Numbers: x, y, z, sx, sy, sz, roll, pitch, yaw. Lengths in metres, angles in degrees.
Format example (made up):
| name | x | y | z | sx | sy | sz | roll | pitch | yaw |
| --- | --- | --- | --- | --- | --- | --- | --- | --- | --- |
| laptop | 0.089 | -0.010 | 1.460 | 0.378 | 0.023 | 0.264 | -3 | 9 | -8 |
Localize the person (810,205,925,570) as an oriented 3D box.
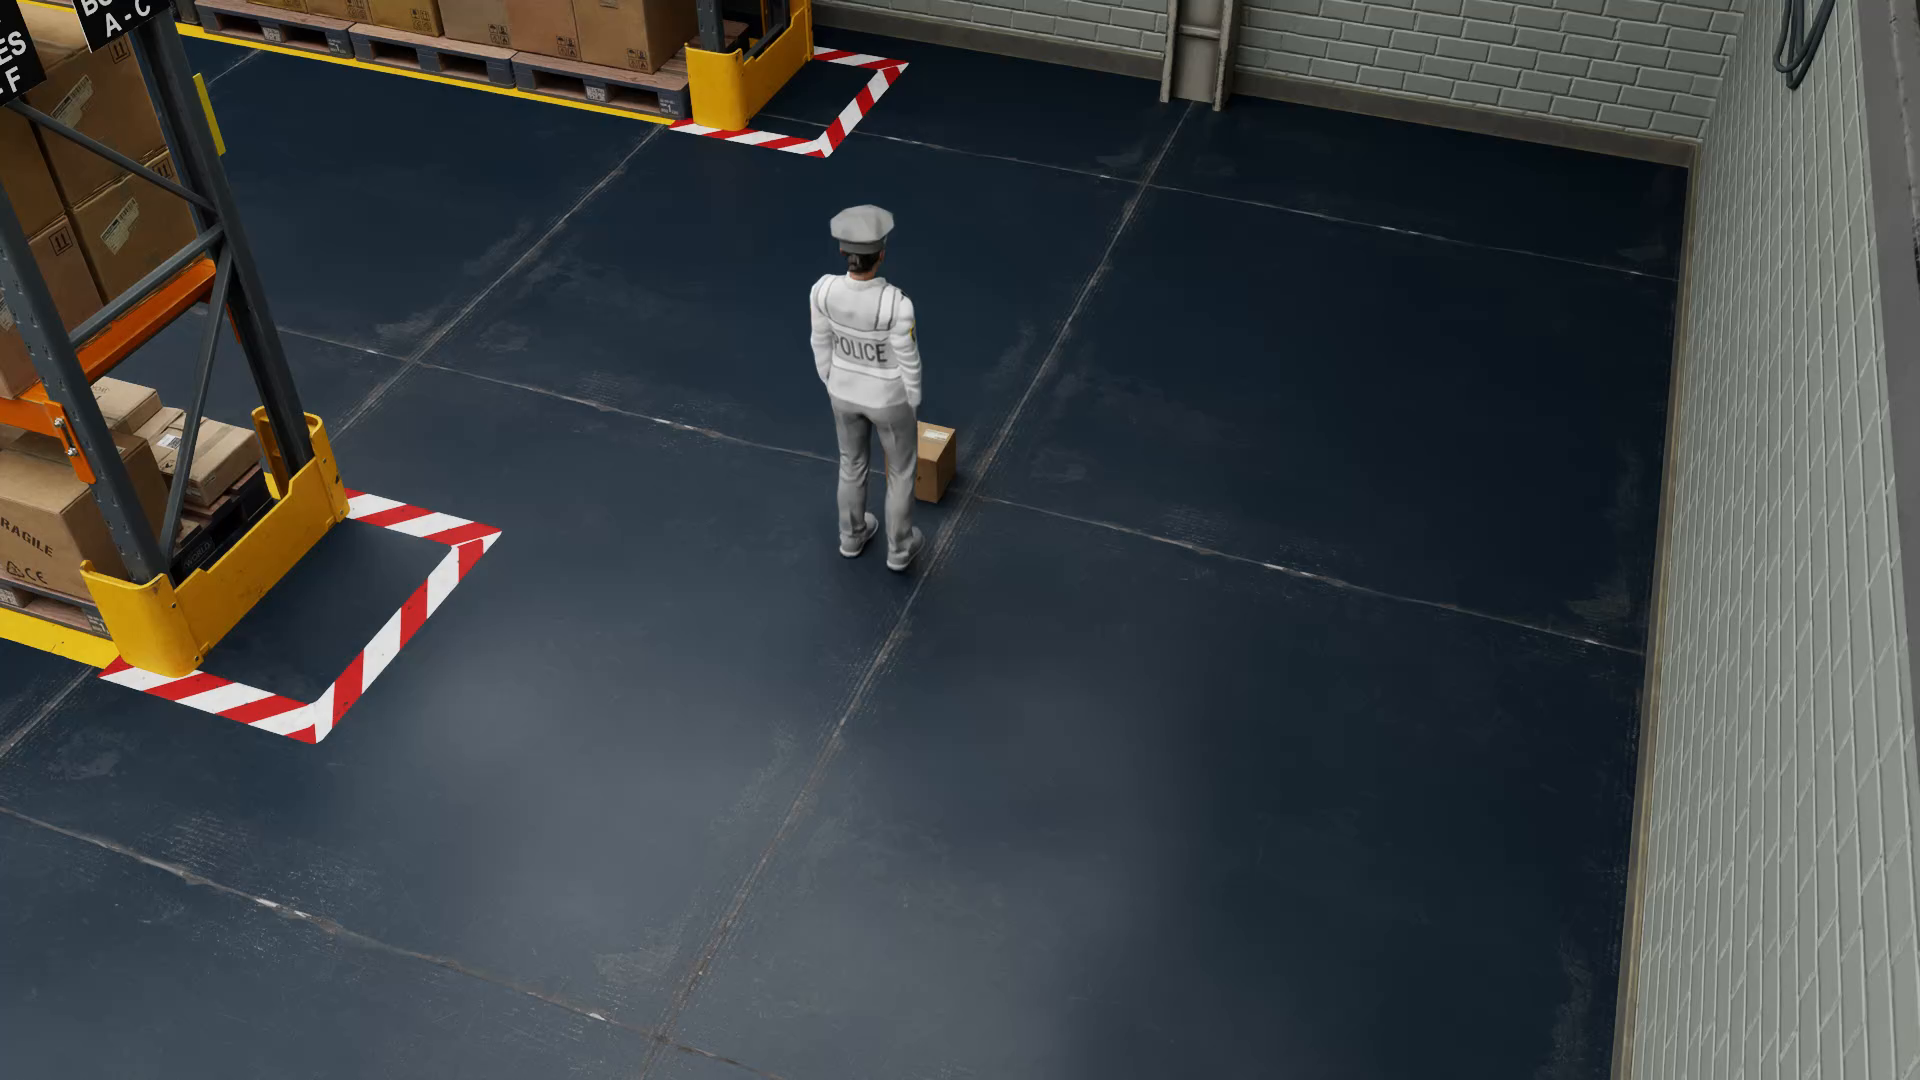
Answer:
| name | x | y | z | sx | sy | sz | roll | pitch | yaw |
| --- | --- | --- | --- | --- | --- | --- | --- | --- | --- |
| person | -0.369 | -0.597 | 6.837 | 0.470 | 1.668 | 0.327 | 14 | 44 | 16 |
